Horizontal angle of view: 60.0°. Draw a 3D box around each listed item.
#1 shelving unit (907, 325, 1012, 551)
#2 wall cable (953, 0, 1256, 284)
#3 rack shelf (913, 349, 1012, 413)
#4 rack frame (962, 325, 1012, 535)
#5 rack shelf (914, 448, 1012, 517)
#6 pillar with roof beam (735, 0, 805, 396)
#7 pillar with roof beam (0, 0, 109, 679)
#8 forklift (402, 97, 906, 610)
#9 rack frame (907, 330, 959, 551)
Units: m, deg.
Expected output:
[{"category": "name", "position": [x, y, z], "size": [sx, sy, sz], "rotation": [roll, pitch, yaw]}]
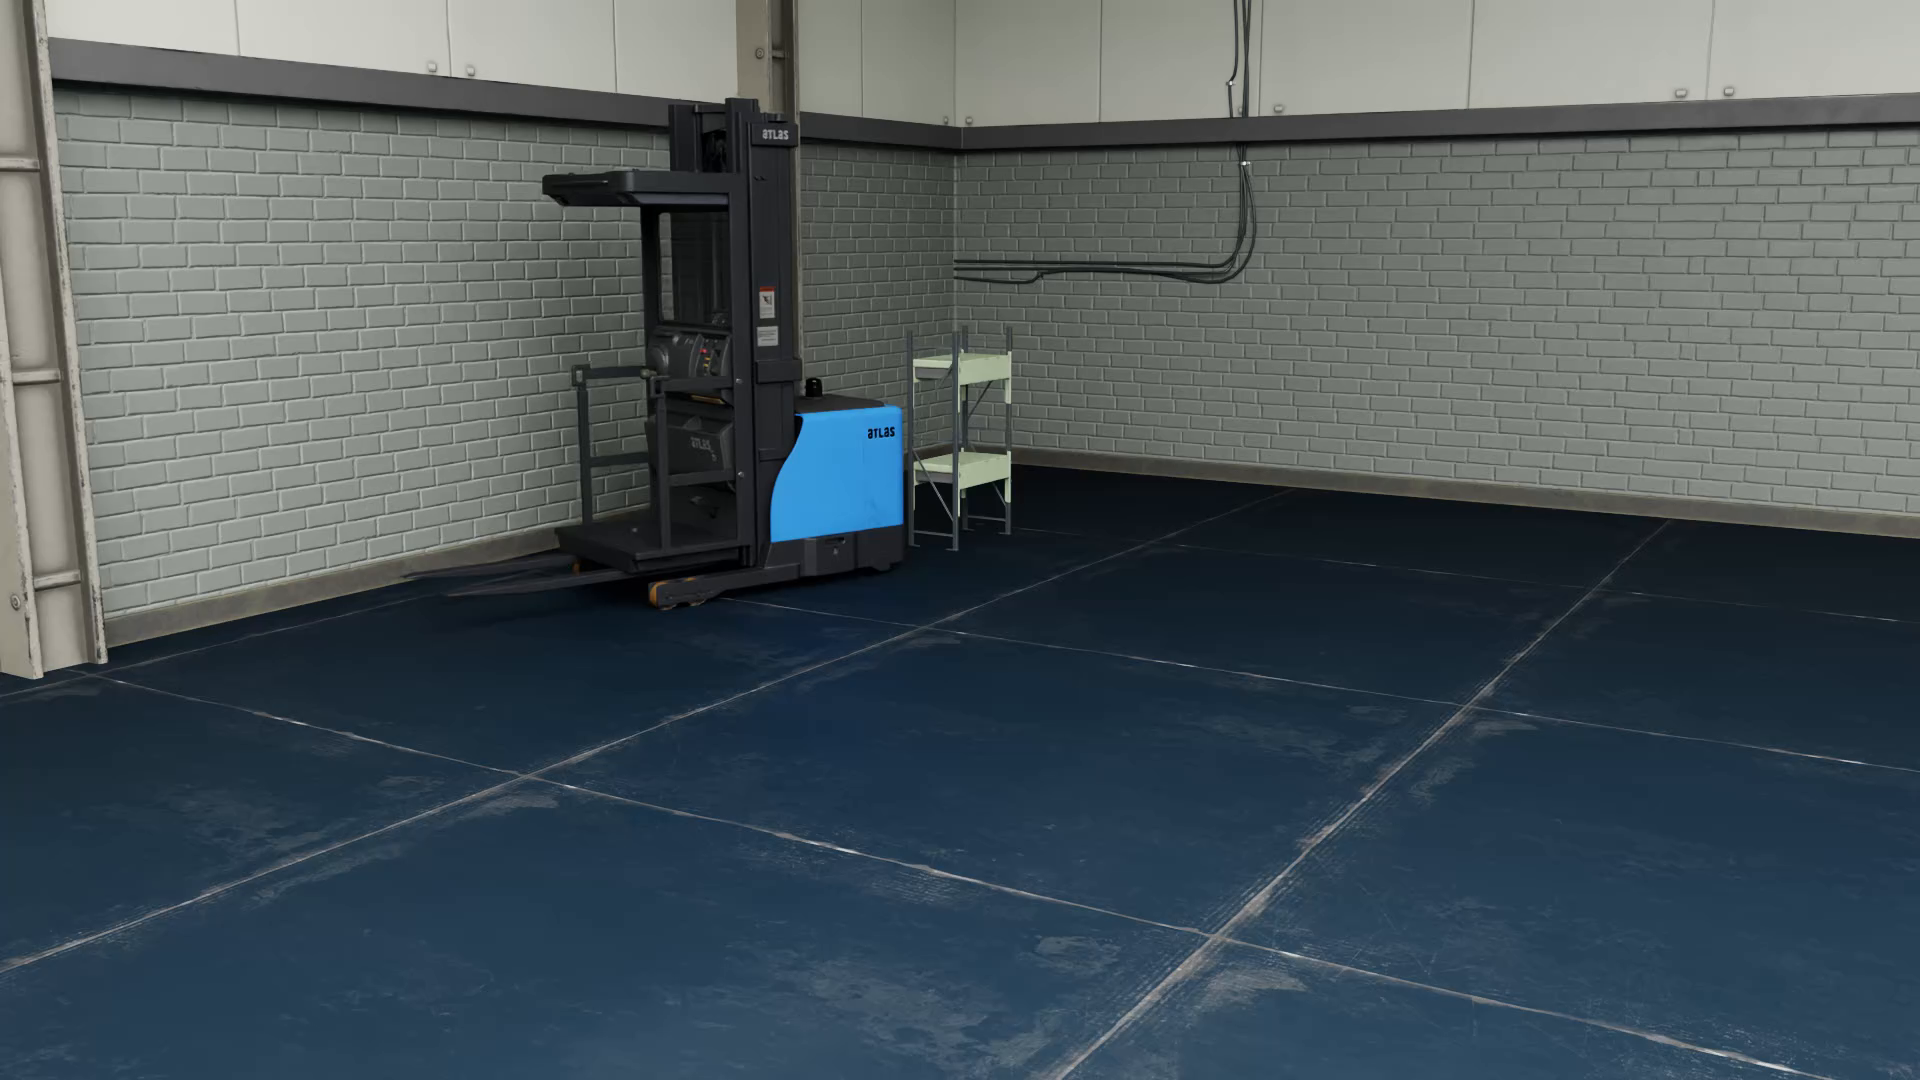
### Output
[{"category": "shelving unit", "position": [0.003, -0.738, 11.736], "size": [0.431, 1.500, 0.755], "rotation": [6, 12, 31]}, {"category": "wall cable", "position": [1.176, -3.536, 14.739], "size": [3.097, 2.526, 0.112], "rotation": [6, 12, 31]}, {"category": "rack shelf", "position": [0.003, -1.122, 11.664], "size": [0.431, 0.370, 0.720], "rotation": [6, 12, 31]}, {"category": "rack frame", "position": [0.193, -0.796, 12.044], "size": [0.400, 1.500, 0.023], "rotation": [6, 12, 31]}, {"category": "rack shelf", "position": [0.003, -0.418, 11.796], "size": [0.431, 0.370, 0.720], "rotation": [6, 12, 31]}, {"category": "pillar with roof beam", "position": [2.196, -4.314, 10.457], "size": [9.100, 9.000, 0.400], "rotation": [6, 12, 31]}, {"category": "pillar with roof beam", "position": [-0.919, -3.370, 5.416], "size": [9.100, 9.000, 0.400], "rotation": [6, 12, 31]}, {"category": "forklift", "position": [-1.816, -1.141, 9.997], "size": [3.031, 2.935, 1.130], "rotation": [-8, 14, -38]}, {"category": "rack frame", "position": [-0.187, -0.681, 11.429], "size": [0.400, 1.500, 0.023], "rotation": [6, 12, 31]}]
